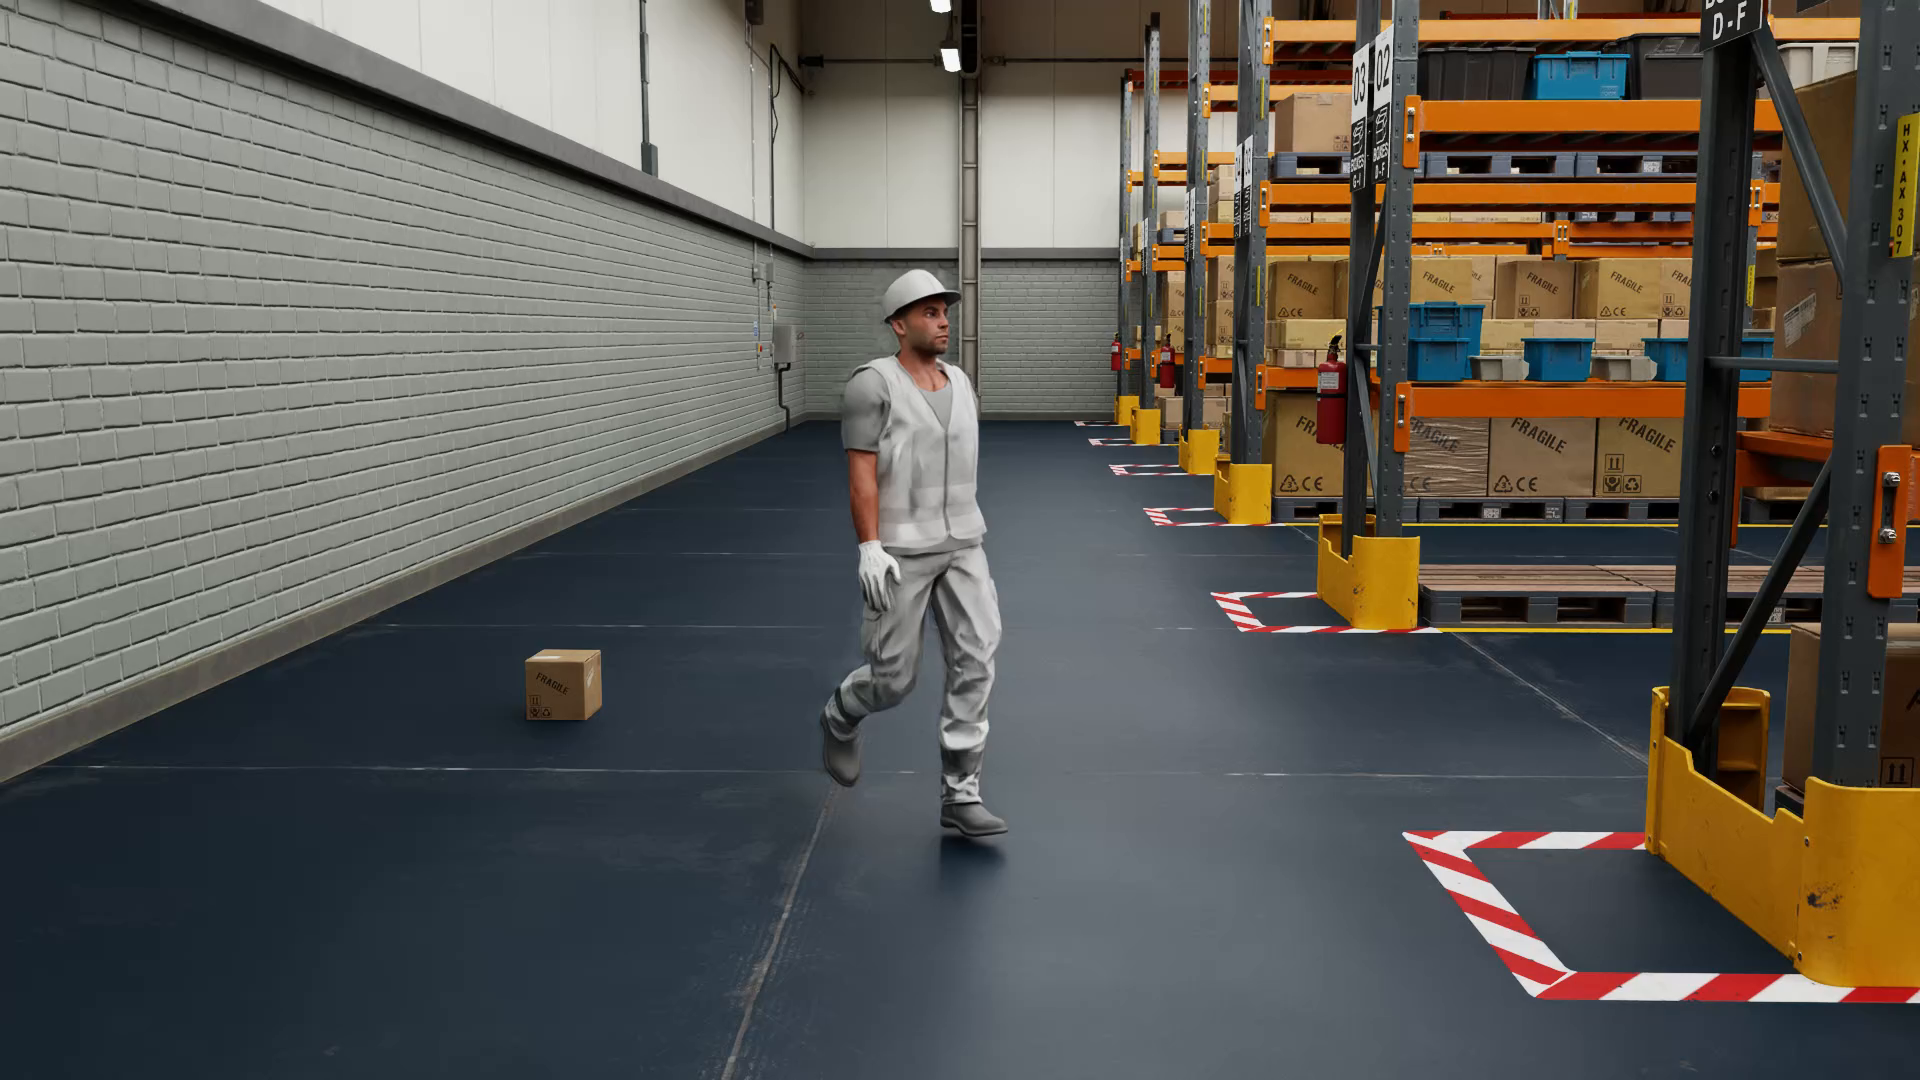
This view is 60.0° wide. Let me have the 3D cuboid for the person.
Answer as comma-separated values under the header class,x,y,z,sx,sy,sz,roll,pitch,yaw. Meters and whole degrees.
class,x,y,z,sx,sy,sz,roll,pitch,yaw
person,-0.151,0.029,5.314,0.535,1.765,0.810,-5,9,-33
